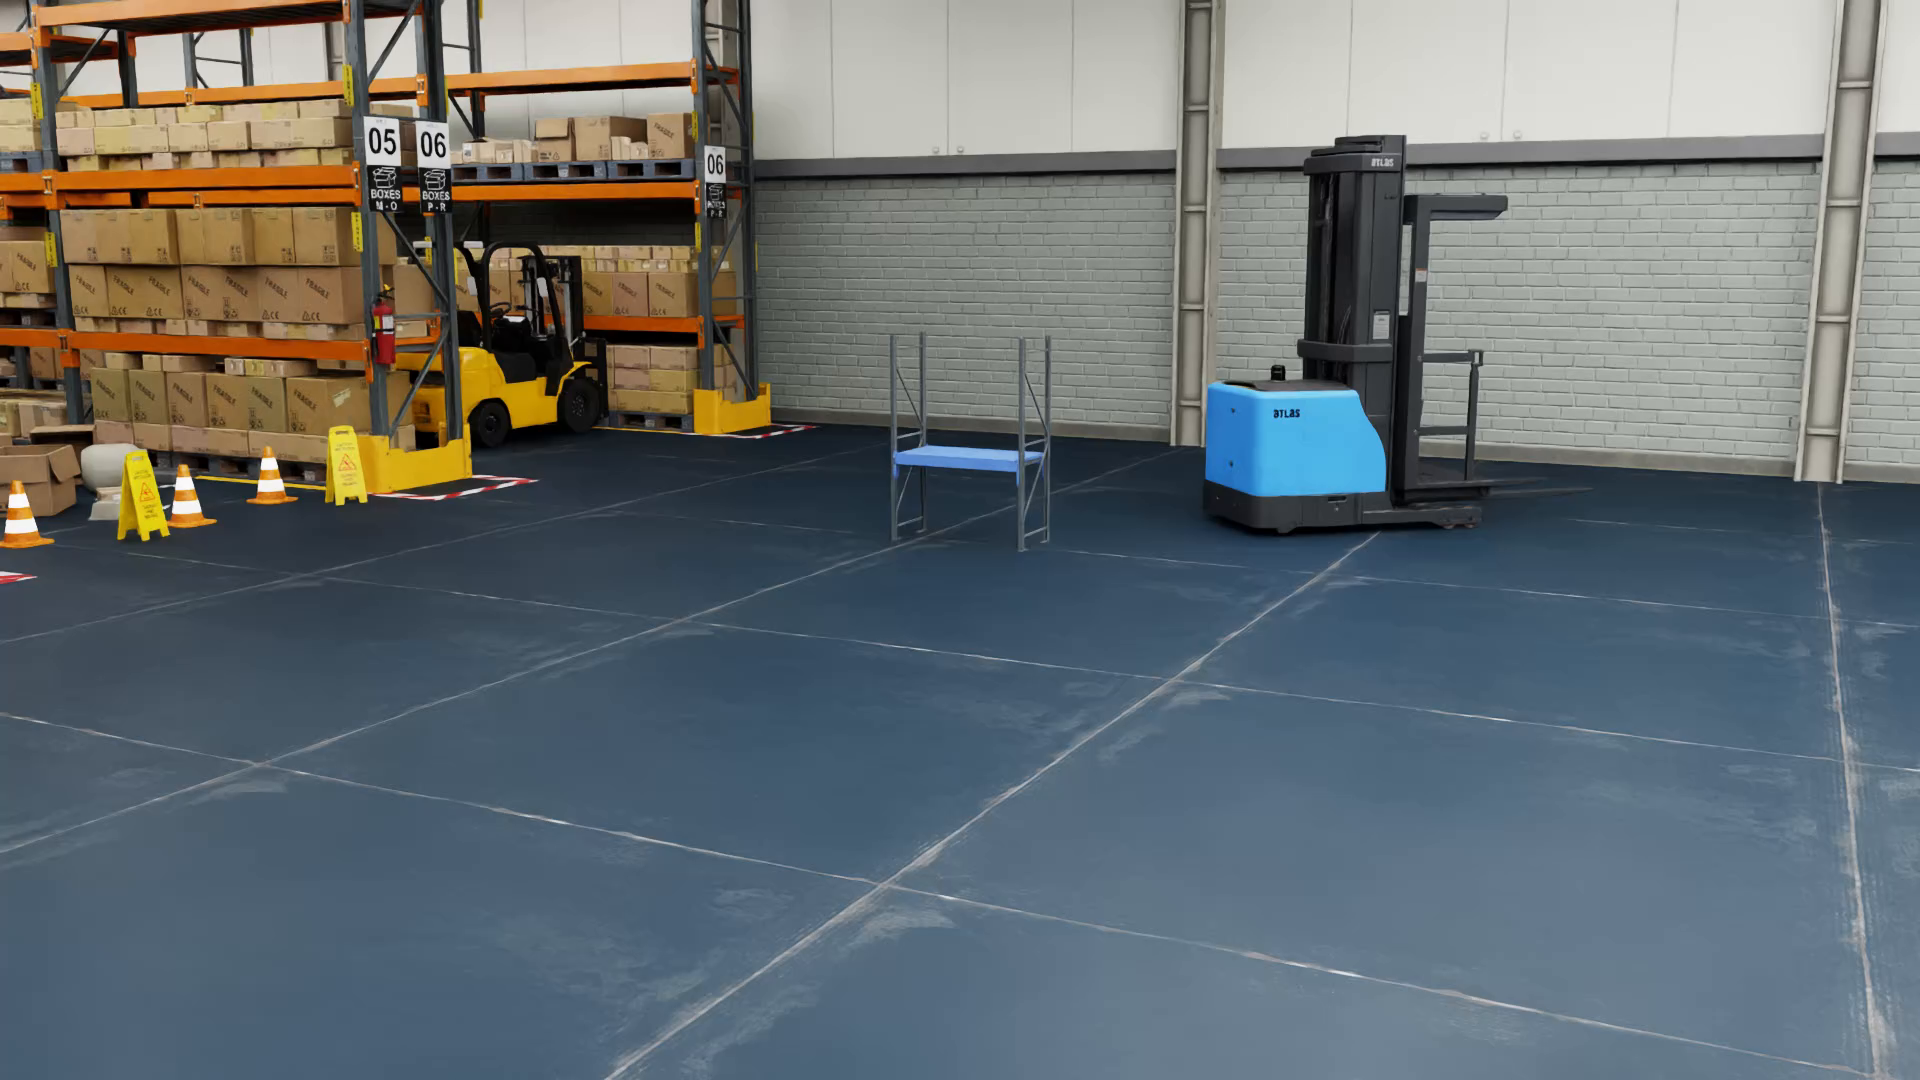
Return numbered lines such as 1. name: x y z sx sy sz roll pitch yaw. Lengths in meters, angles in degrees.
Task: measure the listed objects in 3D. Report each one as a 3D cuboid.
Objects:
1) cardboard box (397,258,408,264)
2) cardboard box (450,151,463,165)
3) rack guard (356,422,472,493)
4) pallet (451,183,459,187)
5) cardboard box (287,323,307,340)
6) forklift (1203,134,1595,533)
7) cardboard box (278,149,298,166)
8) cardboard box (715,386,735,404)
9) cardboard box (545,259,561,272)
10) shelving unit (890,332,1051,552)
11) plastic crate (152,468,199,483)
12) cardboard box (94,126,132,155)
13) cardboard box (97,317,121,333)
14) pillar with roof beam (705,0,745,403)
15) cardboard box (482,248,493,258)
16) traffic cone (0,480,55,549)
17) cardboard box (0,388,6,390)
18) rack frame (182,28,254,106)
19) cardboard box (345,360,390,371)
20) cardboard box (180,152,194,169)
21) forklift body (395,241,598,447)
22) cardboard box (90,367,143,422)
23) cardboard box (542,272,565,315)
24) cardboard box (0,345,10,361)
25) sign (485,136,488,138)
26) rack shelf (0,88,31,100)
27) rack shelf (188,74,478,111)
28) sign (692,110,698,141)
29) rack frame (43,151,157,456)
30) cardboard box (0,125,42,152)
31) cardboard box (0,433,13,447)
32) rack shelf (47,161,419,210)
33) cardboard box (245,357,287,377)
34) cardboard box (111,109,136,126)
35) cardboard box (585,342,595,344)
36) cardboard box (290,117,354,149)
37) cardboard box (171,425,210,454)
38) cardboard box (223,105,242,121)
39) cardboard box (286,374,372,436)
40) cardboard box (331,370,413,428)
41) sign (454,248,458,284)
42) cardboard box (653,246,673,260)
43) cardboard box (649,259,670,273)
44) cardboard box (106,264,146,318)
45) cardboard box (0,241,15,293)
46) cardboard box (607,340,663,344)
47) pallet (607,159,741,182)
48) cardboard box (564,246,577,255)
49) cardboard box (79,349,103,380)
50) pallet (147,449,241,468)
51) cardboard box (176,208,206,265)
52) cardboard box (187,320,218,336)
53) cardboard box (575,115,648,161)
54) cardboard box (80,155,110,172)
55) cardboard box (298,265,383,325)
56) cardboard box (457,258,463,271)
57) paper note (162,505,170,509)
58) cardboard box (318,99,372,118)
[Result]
1. cardboard box: -6.894 -3.464 20.845 0.250 0.149 0.380 5 11 25
2. cardboard box: -5.982 -4.611 20.108 0.250 0.149 0.380 5 12 27
3. rack guard: -4.924 -0.754 14.995 0.348 0.500 1.175 5 11 26
4. pallet: -7.046 -4.536 20.985 1.217 0.209 0.805 5 11 24
5. cardboard box: -5.782 -1.876 14.879 0.250 0.149 0.380 5 11 25
6. forklift: 3.501 -1.613 12.914 3.031 2.935 1.130 -3 11 -15
7. cardboard box: -5.760 -3.355 14.628 0.250 0.149 0.380 5 12 28
8. cardboard box: -3.017 -1.695 19.715 0.500 0.250 0.500 5 11 26
9. cardboard box: -4.702 -3.263 19.734 0.250 0.149 0.380 5 11 25
10. shelving unit: 0.077 -0.731 12.060 1.048 1.500 0.538 5 11 26
11. plastic crate: -7.398 -0.602 15.334 0.583 0.080 0.402 1 10 6
12. cardboard box: -7.703 -3.725 15.551 0.500 0.250 0.500 5 11 25
13. cardboard box: -8.053 -2.082 16.019 0.250 0.149 0.380 5 12 27
14. pillar with roof beam: -4.793 -5.235 15.886 0.400 9.000 9.100 5 11 26
15. cardboard box: -5.588 -3.504 20.232 0.250 0.149 0.380 5 11 25
16. traffic cone: -6.803 -0.200 12.037 0.334 0.463 0.336 5 11 26
17. cardboard box: -10.862 -1.419 17.850 0.625 0.372 0.950 5 11 25
18. rack frame: -9.837 -6.354 22.070 0.127 3.000 1.000 5 11 26
19. cardboard box: -7.415 -2.227 21.599 0.625 0.625 0.875 5 11 25
20. cardboard box: -6.887 -3.460 15.210 0.250 0.149 0.380 5 11 26
21. forklift body: -5.170 -2.212 18.412 1.214 2.155 2.313 5 11 26
22. cardboard box: -8.033 -1.427 16.126 0.500 0.500 0.500 6 12 29
23. cardboard box: -4.597 -2.938 19.761 0.500 0.500 0.500 5 11 26
24. cardboard box: -14.824 -2.790 25.064 0.500 0.500 0.700 5 11 24
25. sign: -6.006 -4.945 21.033 0.005 0.325 0.100 5 11 26
26. rack shelf: -15.218 -6.471 24.747 4.000 0.370 1.077 5 11 26
27. rack shelf: -8.043 -5.646 21.299 4.000 0.370 1.077 5 11 26
28. sign: -2.915 -4.559 18.309 0.005 0.325 0.100 5 11 26
29. rack frame: -8.443 -2.294 16.481 0.127 3.000 1.000 5 11 26
30. cardboard box: -9.031 -3.925 16.316 0.500 0.250 0.500 5 11 25
31. cardboard box: -8.393 -0.623 13.880 0.503 0.637 0.797 5 11 26
32. rack shelf: -6.649 -3.258 15.407 4.000 0.370 1.077 5 11 26
33. cardboard box: -6.272 -1.580 15.154 0.250 0.149 0.380 5 12 27
34. cardboard box: -7.602 -3.898 15.391 0.250 0.149 0.380 5 11 25
35. cardboard box: -4.582 -2.222 19.820 0.500 0.250 0.500 5 11 25
36. cardboard box: -5.434 -3.524 14.444 0.500 0.250 0.500 5 11 25
37. cardboard box: -7.072 -0.976 15.742 0.500 0.250 0.500 5 11 25
38. cardboard box: -6.385 -3.820 14.957 0.250 0.149 0.380 5 11 24
39. cardboard box: -5.689 -1.223 14.999 0.500 0.500 0.500 5 11 26
40. cardboard box: -5.478 -1.311 15.485 0.500 0.500 0.500 5 11 24
41. sign: -4.616 -2.491 15.141 0.005 0.325 0.100 5 11 26
42. cardboard box: -3.312 -3.295 19.078 0.250 0.149 0.380 5 11 26
43. cardboard box: -3.340 -3.138 19.043 0.250 0.149 0.380 5 12 27
44. cardboard box: -7.711 -2.374 15.810 0.500 0.500 0.500 5 11 26
45. cardboard box: -9.404 -2.734 16.621 0.500 0.500 0.500 5 11 26
46. cardboard box: -3.903 -2.265 20.057 0.500 0.250 0.500 5 11 25
47. pallet: -3.285 -4.264 19.192 1.213 0.211 1.003 5 11 26
48. cardboard box: -4.455 -3.401 19.660 0.250 0.149 0.380 5 11 27
49. cardboard box: -12.162 -2.539 23.677 0.500 0.500 0.500 5 11 24
50. pallet: -7.825 -0.874 16.468 1.213 0.211 1.003 5 11 26
51. cardboard box: -6.750 -2.798 15.342 0.500 0.500 0.700 5 11 25
52. cardboard box: -6.921 -1.976 15.433 0.250 0.149 0.380 5 11 26
53. cardboard box: -4.042 -4.645 19.310 0.500 0.500 0.700 5 11 26
54. cardboard box: -8.063 -3.552 15.718 0.250 0.149 0.380 5 11 26
55. cardboard box: -5.464 -2.173 14.697 0.500 0.500 0.500 5 11 25
56. cardboard box: -6.080 -3.388 20.425 0.250 0.149 0.380 5 11 25
57. paper note: -6.584 -0.274 13.659 0.142 0.019 0.148 1 10 6
58. cardboard box: -5.290 -3.703 14.310 0.250 0.149 0.380 5 11 26
